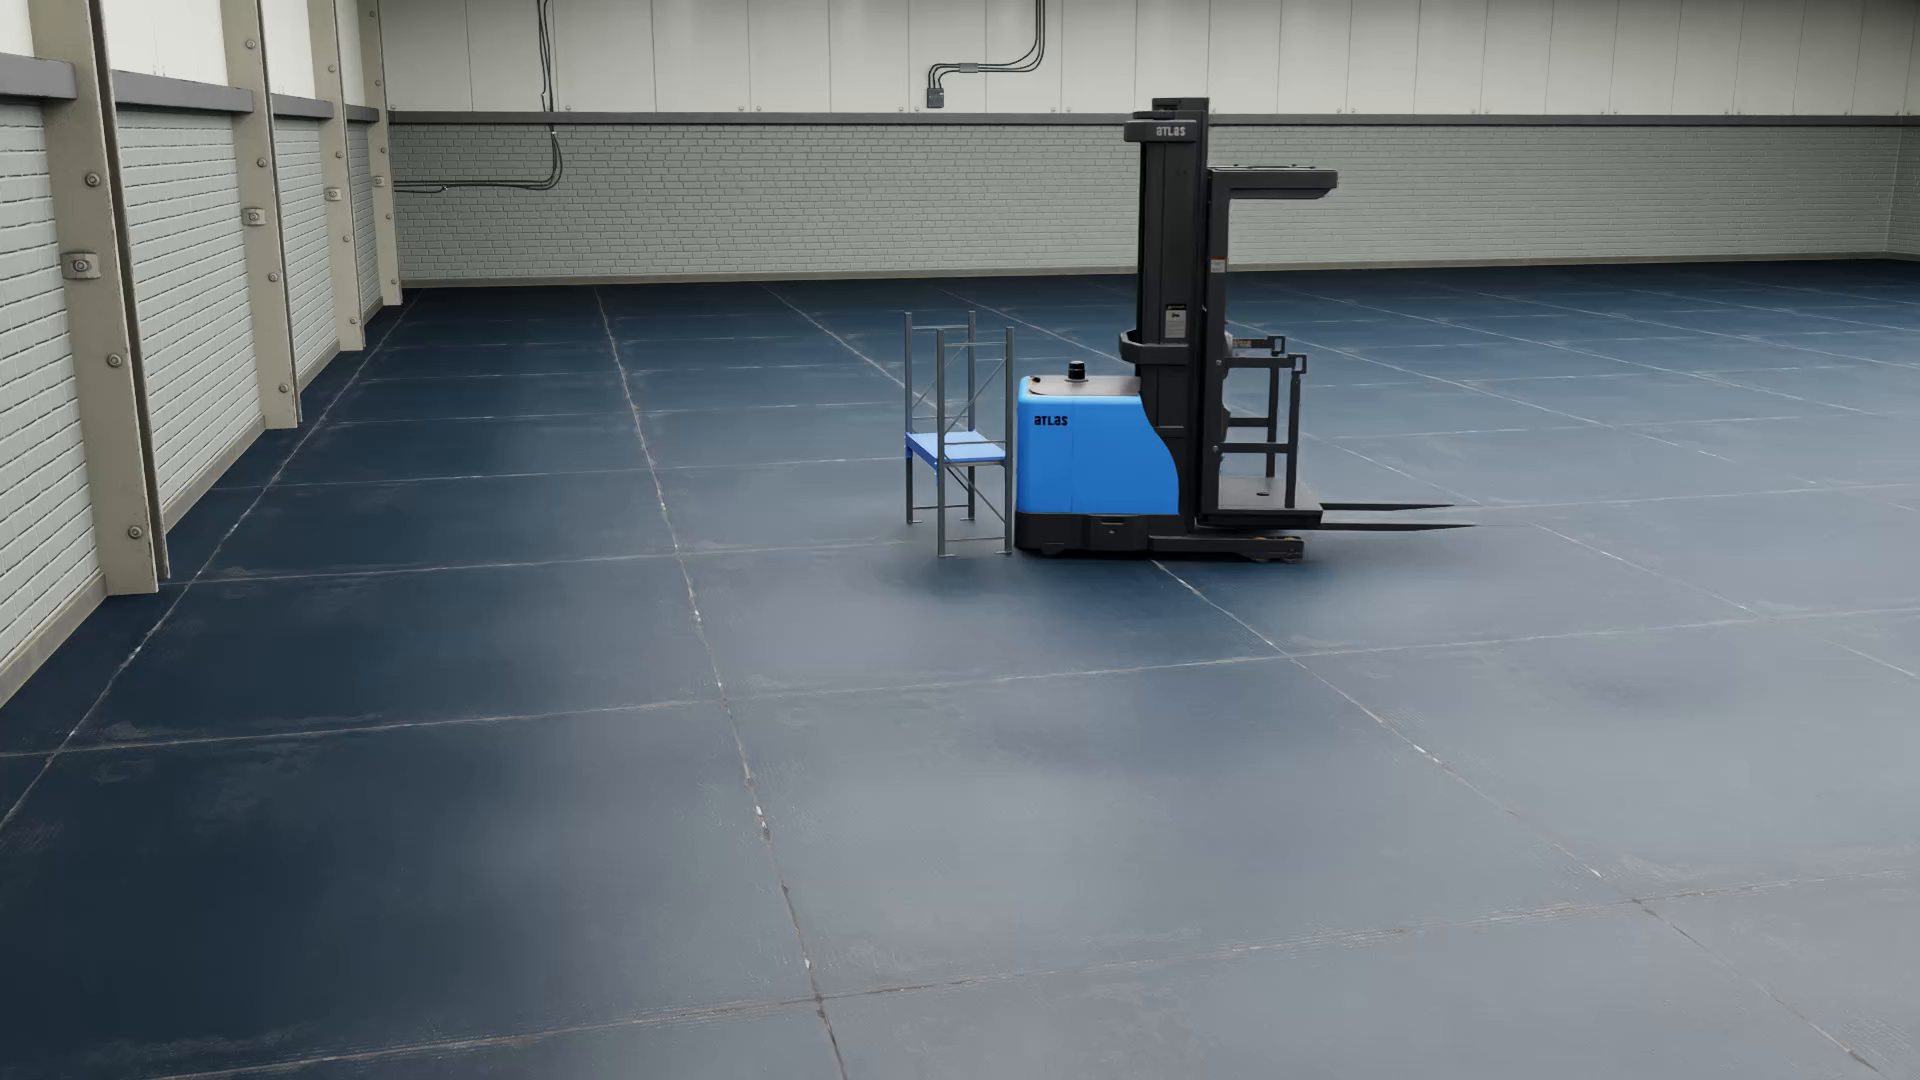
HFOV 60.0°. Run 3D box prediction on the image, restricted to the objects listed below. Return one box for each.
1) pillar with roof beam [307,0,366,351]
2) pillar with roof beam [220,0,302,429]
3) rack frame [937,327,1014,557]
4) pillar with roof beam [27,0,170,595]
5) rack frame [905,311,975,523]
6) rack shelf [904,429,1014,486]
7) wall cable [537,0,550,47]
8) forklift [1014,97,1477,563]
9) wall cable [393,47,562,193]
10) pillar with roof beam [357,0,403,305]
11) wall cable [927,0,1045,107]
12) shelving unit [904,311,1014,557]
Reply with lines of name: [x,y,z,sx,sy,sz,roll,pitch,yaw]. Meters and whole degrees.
pillar with roof beam: [-3.719,-7.097,21.514,9.100,9.000,0.400,-3,14,-13]
pillar with roof beam: [-2.310,-5.713,15.848,9.100,9.000,0.400,-3,14,-13]
rack frame: [0.099,-0.631,10.850,0.500,1.500,0.032,-3,14,-13]
pillar with roof beam: [-0.901,-4.328,10.183,9.100,9.000,0.400,-3,14,-13]
rack frame: [-0.139,-0.866,11.810,0.500,1.500,0.032,-3,14,-13]
rack shelf: [-0.020,-0.574,11.372,0.538,0.185,1.000,-3,14,-13]
wall cable: [-6.090,-10.090,29.667,3.097,2.526,0.112,-3,14,-13]
forklift: [1.895,-1.404,10.998,3.031,2.935,1.130,1,14,3]
wall cable: [-8.719,-7.486,29.649,3.097,2.526,0.112,-3,14,-13]
pillar with roof beam: [-5.128,-8.481,27.180,9.100,9.000,0.400,-3,14,-13]
wall cable: [0.512,-11.172,31.028,2.305,6.003,0.169,-3,14,-13]
shelving unit: [-0.020,-0.748,11.330,0.538,1.500,1.048,-3,14,-13]
